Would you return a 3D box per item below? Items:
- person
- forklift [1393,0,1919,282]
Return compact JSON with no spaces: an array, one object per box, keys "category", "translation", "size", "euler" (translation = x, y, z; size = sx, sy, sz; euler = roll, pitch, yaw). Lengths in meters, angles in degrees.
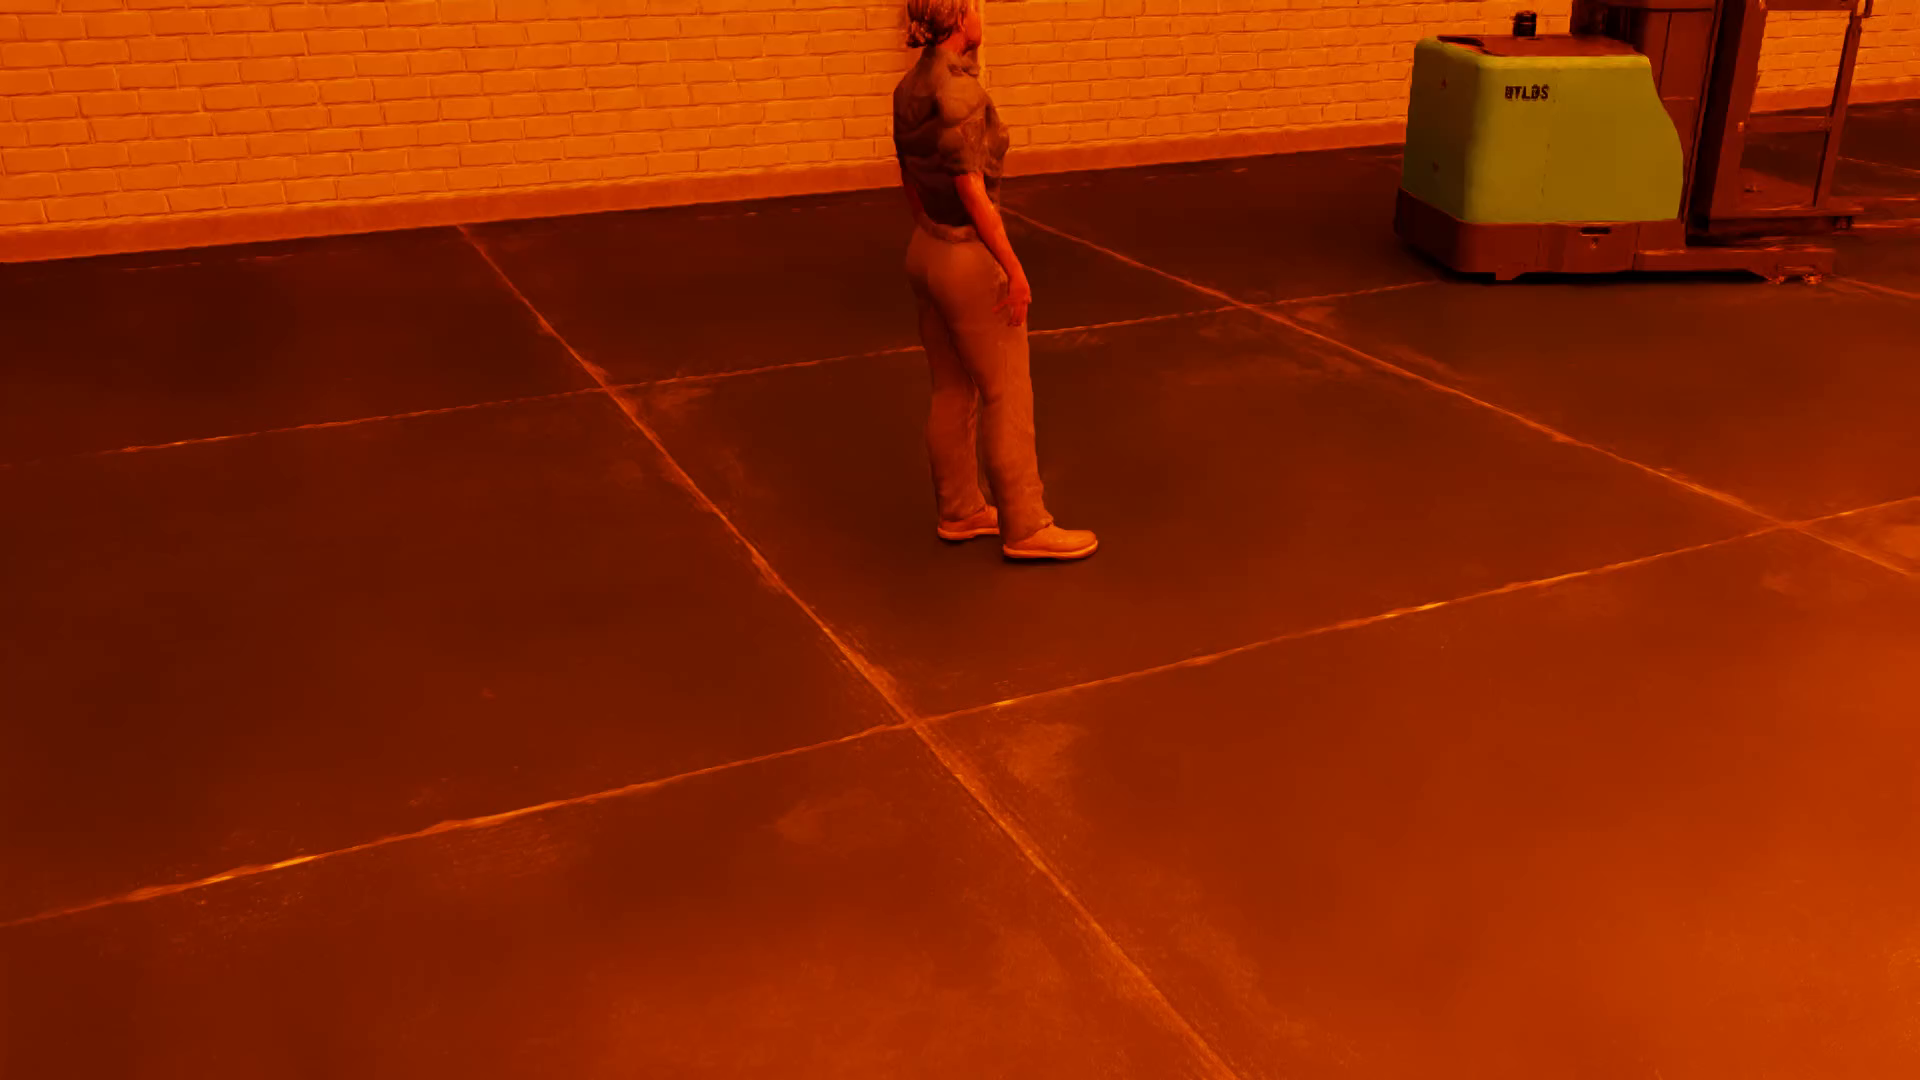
[{"category":"person","translation":[0.088,-0.778,4.805],"size":[0.503,1.654,0.570],"euler":[-10,25,-23]},{"category":"forklift","translation":[3.863,-2.823,8.081],"size":[3.031,2.935,1.130],"euler":[-2,23,-5]}]
